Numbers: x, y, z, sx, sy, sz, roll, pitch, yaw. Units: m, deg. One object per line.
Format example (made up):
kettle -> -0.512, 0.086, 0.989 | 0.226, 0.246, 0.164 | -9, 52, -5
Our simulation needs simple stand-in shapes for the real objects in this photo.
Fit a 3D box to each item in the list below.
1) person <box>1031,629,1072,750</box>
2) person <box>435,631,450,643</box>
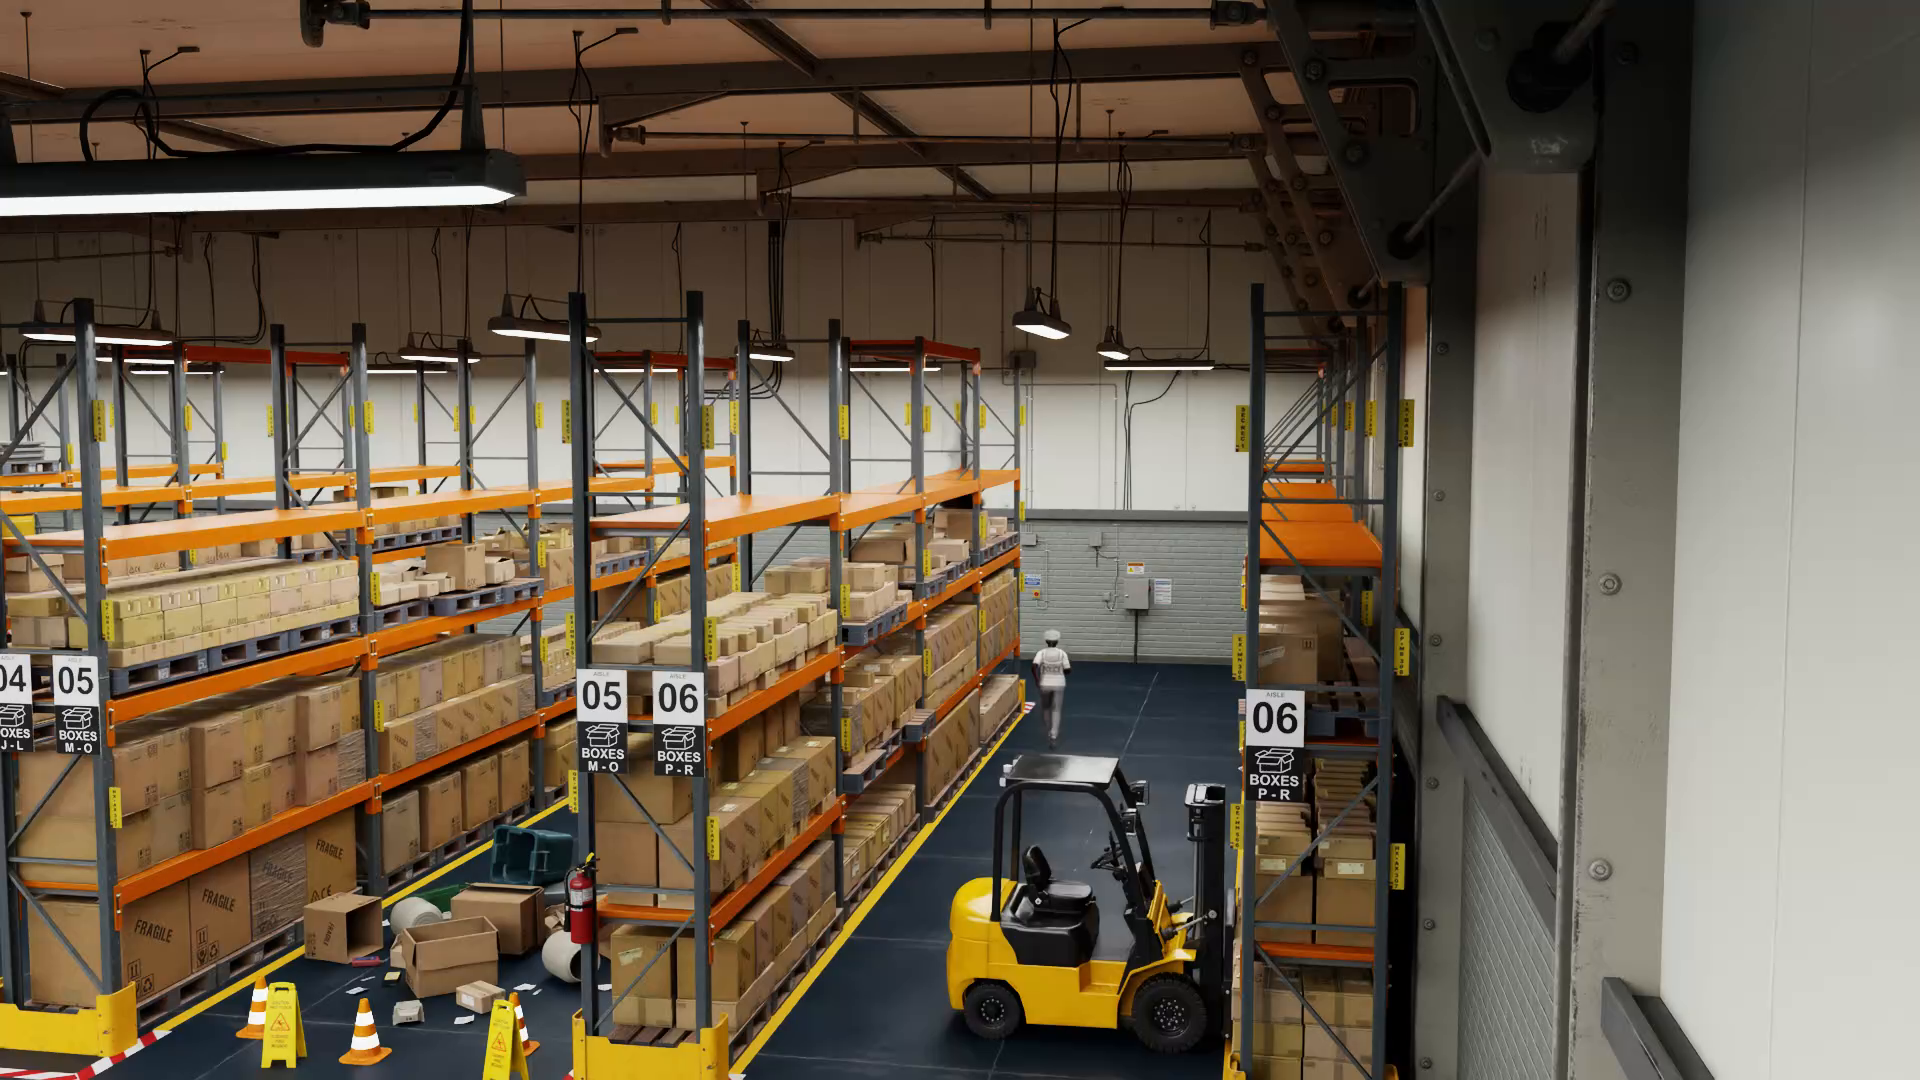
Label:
person -> 1.322, 2.143, 24.020 | 0.580, 1.697, 0.864 | 0, 5, 5
person -> -7.957, 2.235, 25.510 | 0.628, 1.825, 0.755 | 0, 5, -6
